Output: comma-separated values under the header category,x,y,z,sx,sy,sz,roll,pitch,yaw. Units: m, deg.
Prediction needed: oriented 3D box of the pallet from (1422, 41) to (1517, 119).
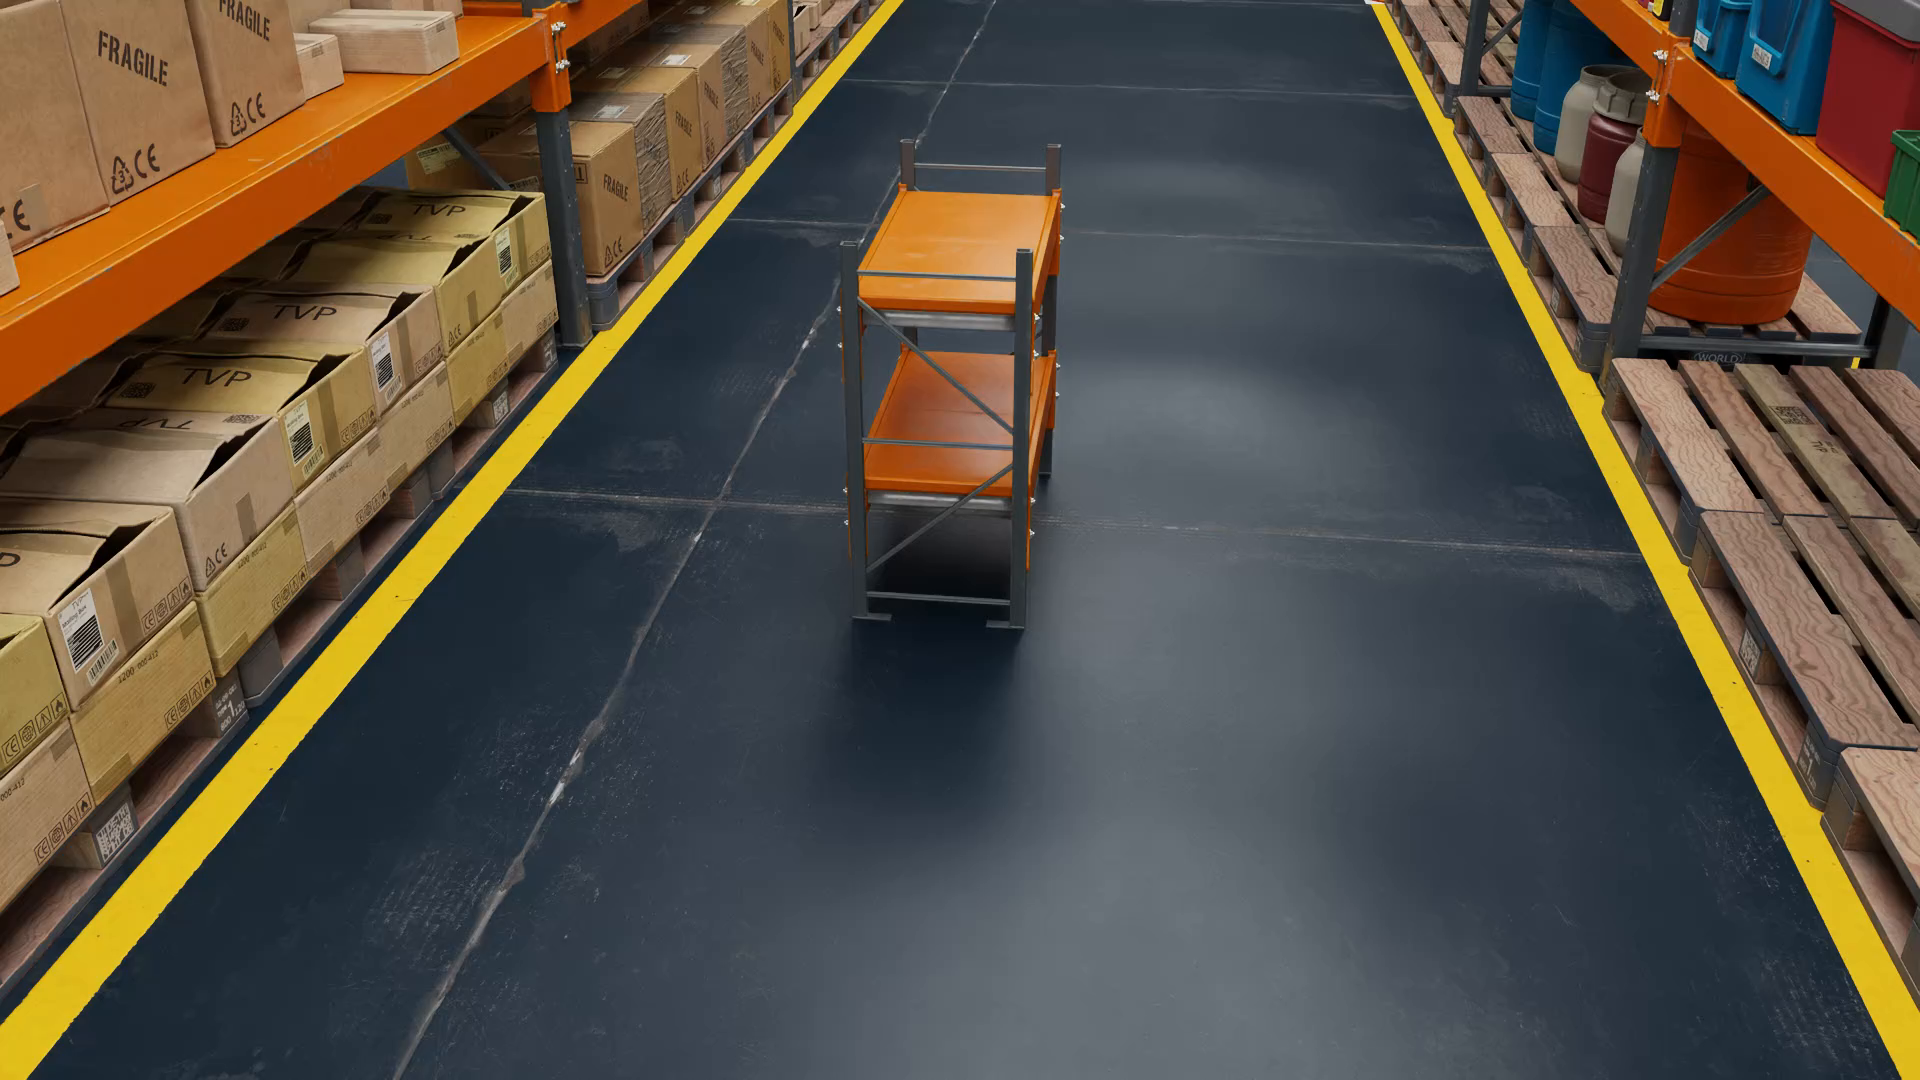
category,x,y,z,sx,sy,sz,roll,pitch,yaw
pallet,3.461,-2.854,10.325,1.003,0.211,1.213,3,28,6

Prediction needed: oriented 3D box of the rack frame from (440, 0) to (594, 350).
category,x,y,z,sx,sy,sz,roll,pitch,yaw
rack frame,-1.996,-2.140,6.059,1.000,3.000,0.127,3,28,6

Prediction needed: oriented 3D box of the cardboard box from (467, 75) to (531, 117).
category,x,y,z,sx,sy,sz,roll,pitch,yaw
cardboard box,-2.112,-2.044,7.262,0.500,0.250,0.500,4,29,8

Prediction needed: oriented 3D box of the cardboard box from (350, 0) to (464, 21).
category,x,y,z,sx,sy,sz,roll,pitch,yaw
cardboard box,-2.084,-1.932,5.767,0.500,0.311,0.500,5,29,9

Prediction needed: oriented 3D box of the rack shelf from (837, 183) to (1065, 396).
category,x,y,z,sx,sy,sz,roll,pitch,yaw
rack shelf,0.001,-0.756,4.850,0.538,0.278,1.000,3,28,6

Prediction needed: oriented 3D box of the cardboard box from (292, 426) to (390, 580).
category,x,y,z,sx,sy,sz,roll,pitch,yaw
cardboard box,-2.003,-0.131,4.786,0.500,0.250,0.500,4,29,7

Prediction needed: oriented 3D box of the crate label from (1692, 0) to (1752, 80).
category,x,y,z,sx,sy,sz,roll,pitch,yaw
crate label,2.496,-1.600,5.234,0.303,0.233,0.416,3,28,6

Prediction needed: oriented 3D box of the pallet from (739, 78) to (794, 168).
category,x,y,z,sx,sy,sz,roll,pitch,yaw
pallet,-1.568,-2.410,9.501,1.003,0.211,1.213,3,28,6

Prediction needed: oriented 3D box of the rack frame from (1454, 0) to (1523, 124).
category,x,y,z,sx,sy,sz,roll,pitch,yaw
rack frame,3.409,-3.733,9.017,1.000,3.000,0.127,3,28,6

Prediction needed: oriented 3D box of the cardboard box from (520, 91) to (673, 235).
category,x,y,z,sx,sy,sz,roll,pitch,yaw
cardboard box,-1.598,-1.677,7.373,0.500,0.500,0.500,2,28,4

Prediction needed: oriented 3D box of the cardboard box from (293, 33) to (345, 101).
category,x,y,z,sx,sy,sz,roll,pitch,yaw
cardboard box,-2.097,-1.426,4.999,0.380,0.149,0.250,5,29,10

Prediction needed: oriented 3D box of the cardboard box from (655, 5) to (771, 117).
category,x,y,z,sx,sy,sz,roll,pitch,yaw
cardboard box,-1.351,-2.635,9.150,0.500,0.500,0.500,3,29,6

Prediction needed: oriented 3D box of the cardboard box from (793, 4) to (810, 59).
category,x,y,z,sx,sy,sz,roll,pitch,yaw
cardboard box,-1.240,-3.218,10.431,0.500,0.311,0.500,3,28,6

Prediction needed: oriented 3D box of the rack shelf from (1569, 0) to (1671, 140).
category,x,y,z,sx,sy,sz,roll,pitch,yaw
rack shelf,3.164,-2.475,7.440,1.077,0.370,4.000,3,28,6

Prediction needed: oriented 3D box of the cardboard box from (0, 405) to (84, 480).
category,x,y,z,sx,sy,sz,roll,pitch,yaw
cardboard box,-2.600,-0.166,4.260,0.500,0.311,0.500,3,28,6

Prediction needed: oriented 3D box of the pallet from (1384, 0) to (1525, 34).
category,x,y,z,sx,sy,sz,roll,pitch,yaw
pallet,3.760,-4.002,12.457,1.003,0.211,1.213,3,28,6

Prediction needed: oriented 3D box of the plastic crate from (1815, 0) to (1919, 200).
category,x,y,z,sx,sy,sz,roll,pitch,yaw
plastic crate,2.418,-1.136,4.128,0.402,0.464,0.583,3,28,6

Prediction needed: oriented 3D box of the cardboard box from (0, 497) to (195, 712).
category,x,y,z,sx,sy,sz,roll,pitch,yaw
cardboard box,-2.122,0.106,3.755,0.500,0.311,0.500,3,28,6

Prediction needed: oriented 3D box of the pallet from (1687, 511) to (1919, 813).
category,x,y,z,sx,sy,sz,roll,pitch,yaw
pallet,2.634,0.312,4.447,1.003,0.211,1.213,3,28,6

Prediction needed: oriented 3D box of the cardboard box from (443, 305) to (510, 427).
category,x,y,z,sx,sy,sz,roll,pitch,yaw
cardboard box,-1.878,-0.610,5.675,0.500,0.250,0.500,3,28,6

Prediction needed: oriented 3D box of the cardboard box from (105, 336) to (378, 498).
category,x,y,z,sx,sy,sz,roll,pitch,yaw
cardboard box,-2.001,-0.382,4.662,0.500,0.311,0.500,4,29,8

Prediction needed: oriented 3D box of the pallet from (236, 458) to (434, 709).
category,x,y,z,sx,sy,sz,roll,pitch,yaw
pallet,-2.288,0.046,4.943,1.003,0.211,1.213,3,28,6

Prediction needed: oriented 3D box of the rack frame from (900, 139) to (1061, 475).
category,x,y,z,sx,sy,sz,roll,pitch,yaw
rack frame,0.063,-0.738,5.433,0.500,1.125,0.032,3,28,6

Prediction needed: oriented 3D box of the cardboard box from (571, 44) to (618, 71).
category,x,y,z,sx,sy,sz,roll,pitch,yaw
cardboard box,-1.993,-2.178,8.302,0.500,0.500,0.500,2,28,4

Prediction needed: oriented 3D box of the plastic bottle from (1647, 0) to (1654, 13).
category,x,y,z,sx,sy,sz,roll,pitch,yaw
plastic bottle,2.578,-2.031,6.067,0.097,0.201,0.097,0,28,0

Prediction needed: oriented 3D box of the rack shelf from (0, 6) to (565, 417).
category,x,y,z,sx,sy,sz,roll,pitch,yaw
rack shelf,-2.241,-0.882,4.482,1.077,0.370,4.000,3,28,6

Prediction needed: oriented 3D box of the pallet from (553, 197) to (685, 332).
category,x,y,z,sx,sy,sz,roll,pitch,yaw
pallet,-1.867,-1.261,7.369,1.003,0.211,1.213,3,28,6

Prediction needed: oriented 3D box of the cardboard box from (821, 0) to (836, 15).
category,x,y,z,sx,sy,sz,roll,pitch,yaw
cardboard box,-1.281,-4.002,11.684,0.797,0.503,0.637,3,28,6

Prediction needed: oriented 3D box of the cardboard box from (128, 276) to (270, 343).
category,x,y,z,sx,sy,sz,roll,pitch,yaw
cardboard box,-2.473,-0.644,5.148,0.500,0.311,0.500,3,28,5

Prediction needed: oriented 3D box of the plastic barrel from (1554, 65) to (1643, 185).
category,x,y,z,sx,sy,sz,roll,pitch,yaw
plastic barrel,3.081,-1.974,7.931,0.421,0.512,0.421,0,28,0

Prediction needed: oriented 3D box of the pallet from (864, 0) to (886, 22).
category,x,y,z,sx,sy,sz,roll,pitch,yaw
pallet,-1.122,-4.267,12.948,1.003,0.211,1.213,3,28,6

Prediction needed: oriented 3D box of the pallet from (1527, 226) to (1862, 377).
category,x,y,z,sx,sy,sz,roll,pitch,yaw
pallet,2.975,-0.996,6.876,1.003,0.211,1.213,3,28,6

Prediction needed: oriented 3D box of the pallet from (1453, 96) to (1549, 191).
category,x,y,z,sx,sy,sz,roll,pitch,yaw
pallet,3.274,-2.145,9.008,1.003,0.211,1.213,3,28,6

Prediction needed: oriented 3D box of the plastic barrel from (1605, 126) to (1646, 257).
category,x,y,z,sx,sy,sz,roll,pitch,yaw
plastic barrel,2.943,-1.442,6.945,0.421,0.512,0.421,0,28,0

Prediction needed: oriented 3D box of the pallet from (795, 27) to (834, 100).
category,x,y,z,sx,sy,sz,roll,pitch,yaw
pallet,-1.421,-3.118,10.816,1.003,0.211,1.213,3,28,6

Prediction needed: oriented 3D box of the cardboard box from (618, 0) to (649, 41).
category,x,y,z,sx,sy,sz,roll,pitch,yaw
cardboard box,-1.930,-2.762,8.595,0.500,0.250,0.500,3,29,6

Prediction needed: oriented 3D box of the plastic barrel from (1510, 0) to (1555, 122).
category,x,y,z,sx,sy,sz,roll,pitch,yaw
plastic barrel,3.326,-2.739,8.941,0.600,0.901,0.708,3,28,6

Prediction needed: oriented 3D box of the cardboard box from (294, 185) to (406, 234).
category,x,y,z,sx,sy,sz,roll,pitch,yaw
cardboard box,-2.352,-1.132,6.053,0.500,0.311,0.500,4,29,8

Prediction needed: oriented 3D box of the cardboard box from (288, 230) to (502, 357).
category,x,y,z,sx,sy,sz,roll,pitch,yaw
cardboard box,-1.873,-0.855,5.540,0.500,0.311,0.500,3,28,5

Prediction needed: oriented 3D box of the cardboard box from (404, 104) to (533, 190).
category,x,y,z,sx,sy,sz,roll,pitch,yaw
cardboard box,-2.115,-1.687,7.390,0.500,0.500,0.500,4,29,8

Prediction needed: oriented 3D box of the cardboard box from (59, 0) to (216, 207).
category,x,y,z,sx,sy,sz,roll,pitch,yaw
cardboard box,-2.250,-1.145,4.108,0.500,0.500,0.500,3,28,6

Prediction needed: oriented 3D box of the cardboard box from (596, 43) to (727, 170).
category,x,y,z,sx,sy,sz,roll,pitch,yaw
cardboard box,-1.473,-2.159,8.267,0.500,0.500,0.500,2,28,4

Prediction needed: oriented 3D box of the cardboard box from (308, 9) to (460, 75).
category,x,y,z,sx,sy,sz,roll,pitch,yaw
cardboard box,-1.832,-1.590,5.303,0.380,0.149,0.250,3,28,6

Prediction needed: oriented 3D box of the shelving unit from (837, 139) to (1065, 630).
category,x,y,z,sx,sy,sz,roll,pitch,yaw
shelving unit,0.001,-0.498,4.989,0.538,1.125,1.048,3,28,6

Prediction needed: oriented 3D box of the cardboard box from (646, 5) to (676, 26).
category,x,y,z,sx,sy,sz,roll,pitch,yaw
cardboard box,-1.862,-2.651,9.179,0.500,0.500,0.500,4,29,7

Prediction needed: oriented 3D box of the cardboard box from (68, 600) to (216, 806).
category,x,y,z,sx,sy,sz,roll,pitch,yaw
cardboard box,-2.127,0.353,3.889,0.500,0.250,0.500,4,29,7
